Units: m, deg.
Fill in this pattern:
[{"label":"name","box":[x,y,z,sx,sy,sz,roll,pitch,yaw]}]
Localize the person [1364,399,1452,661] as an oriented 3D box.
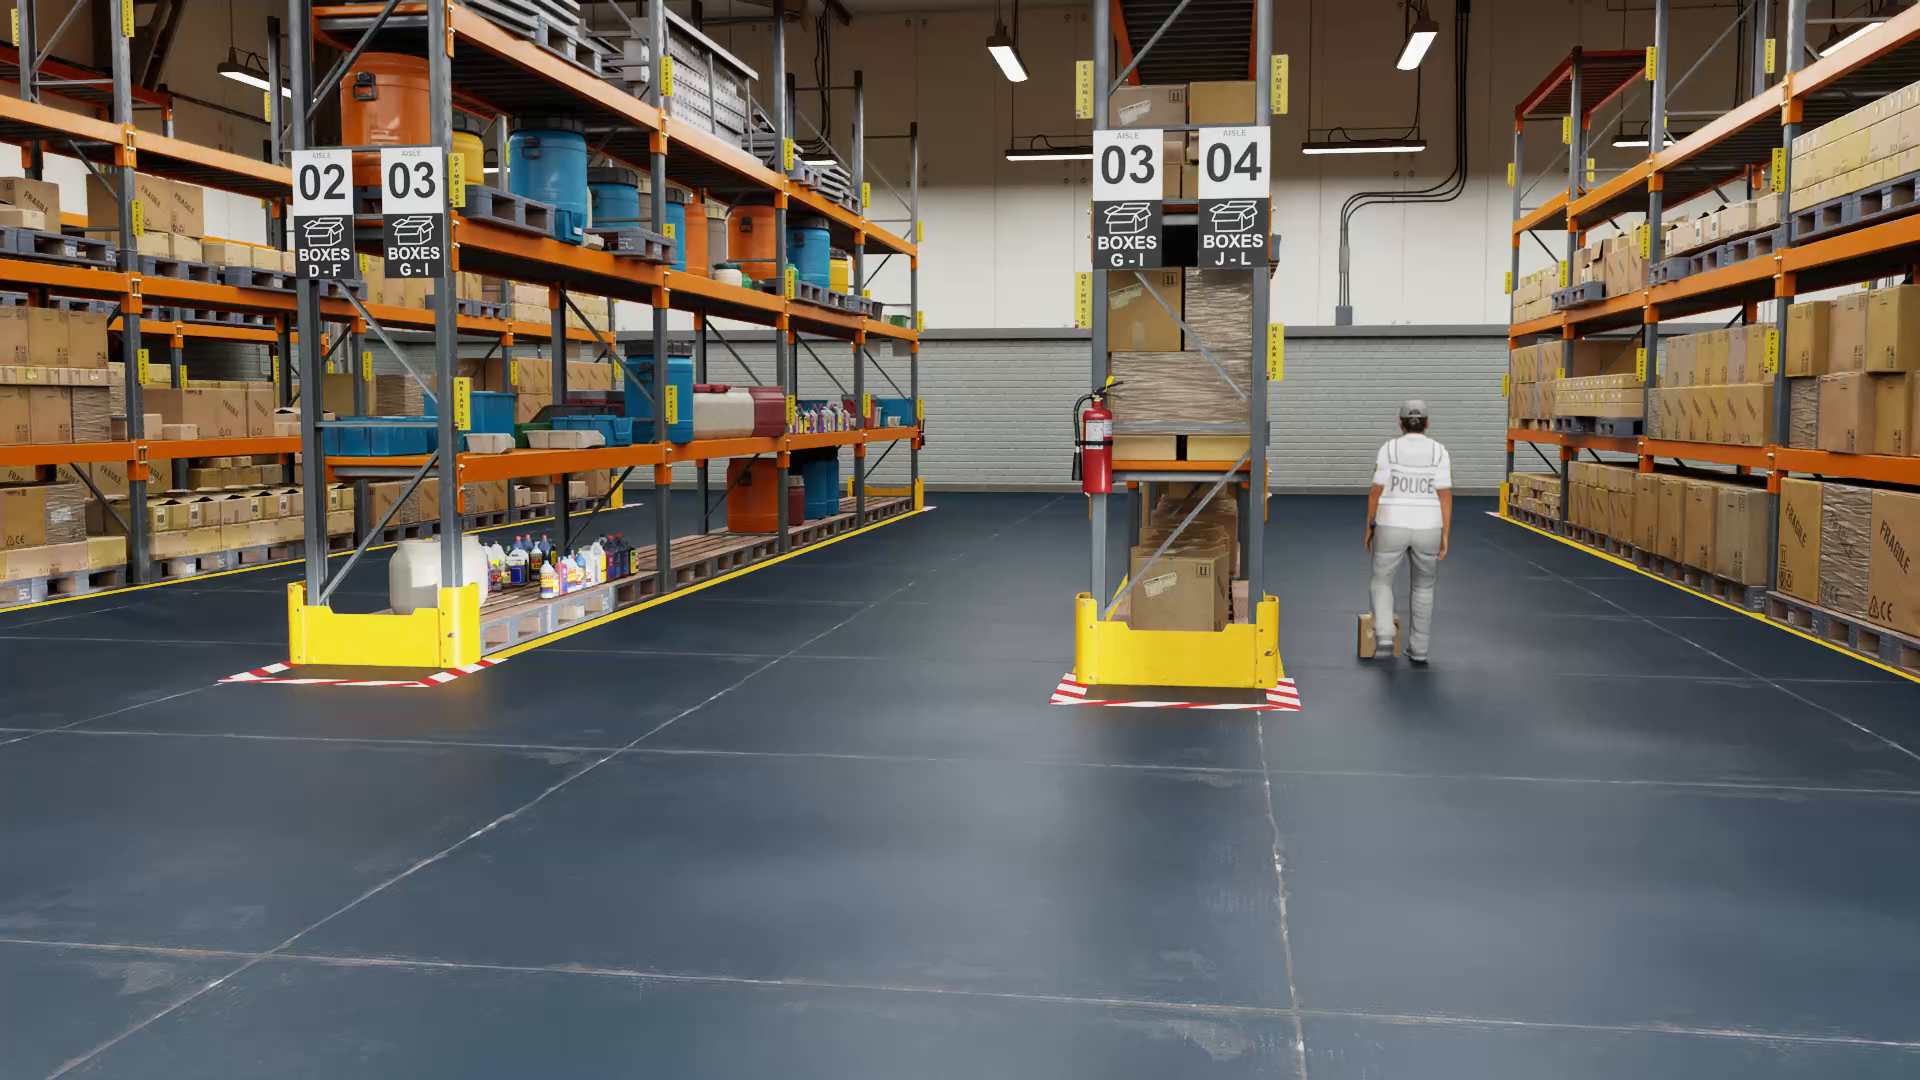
[{"label":"person","box":[2.779,-0.051,10.347,0.501,1.643,0.742,0,5,5]}]
